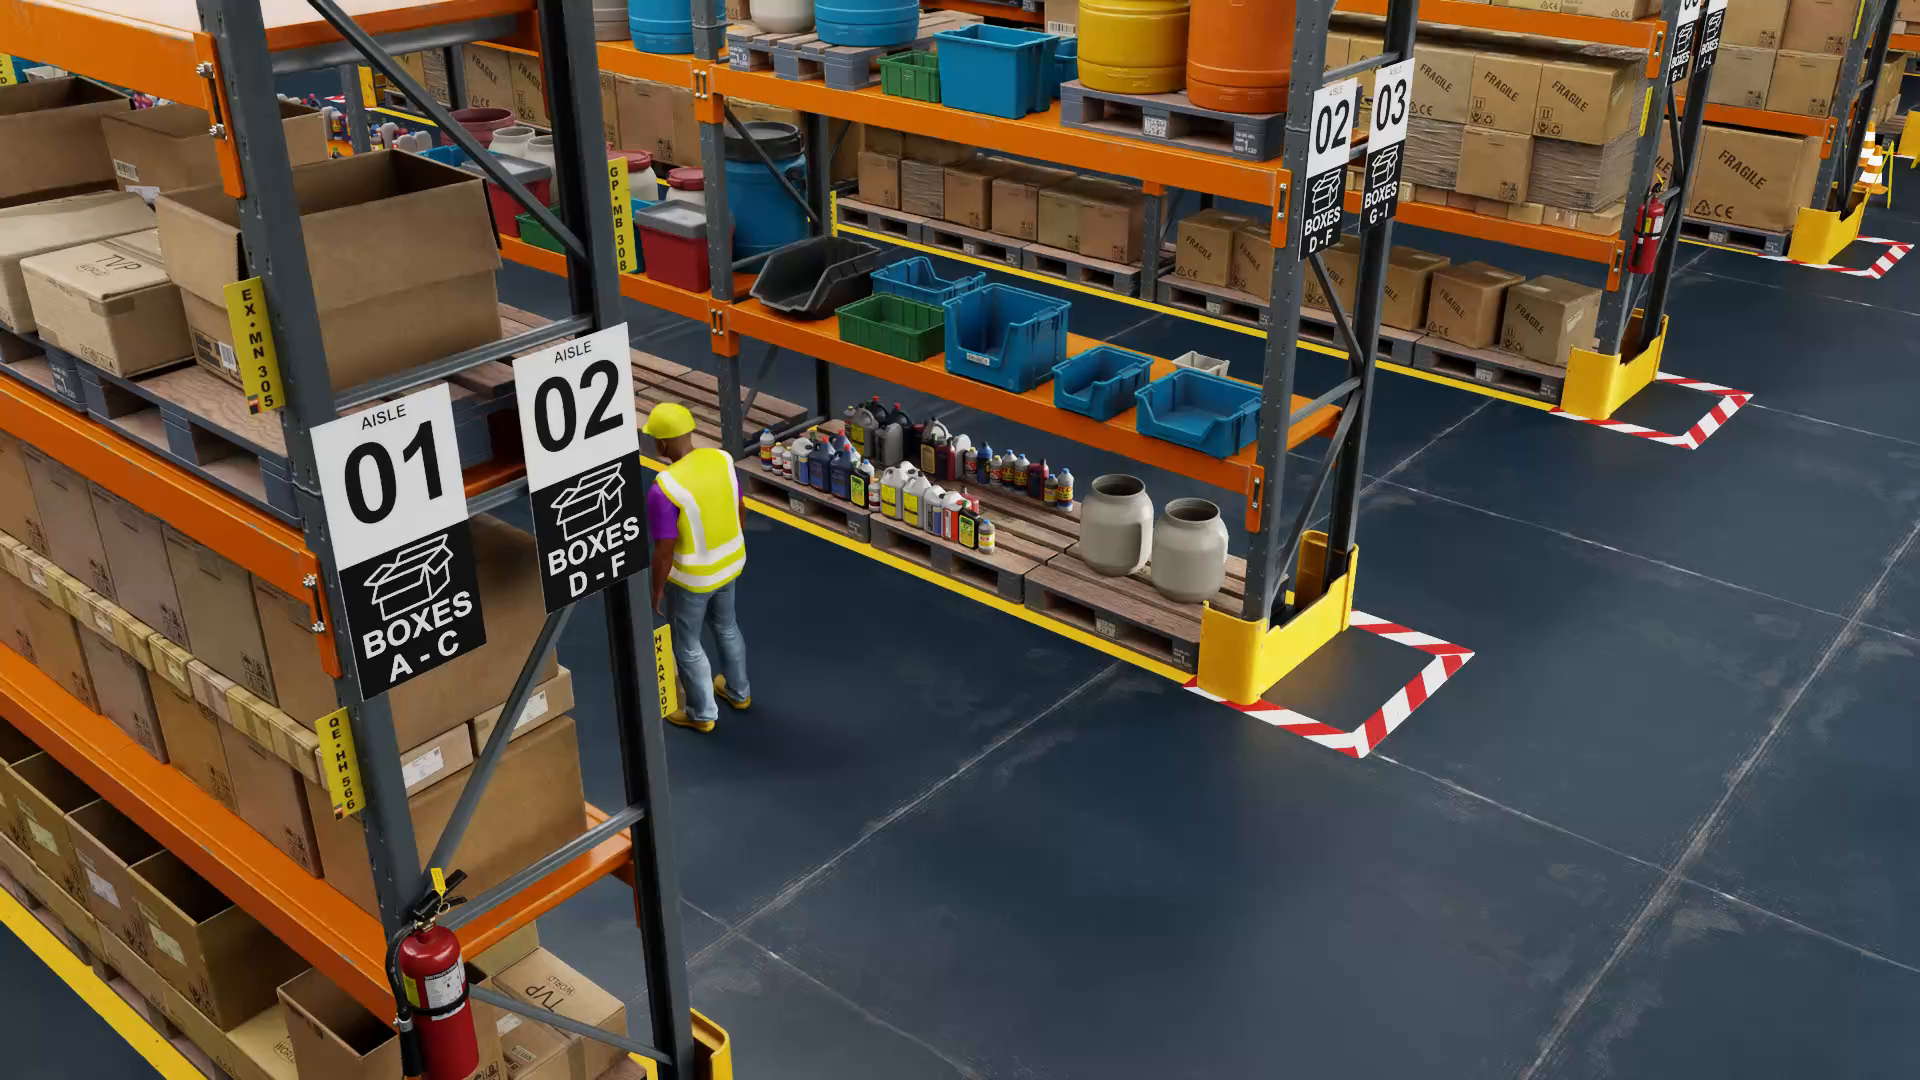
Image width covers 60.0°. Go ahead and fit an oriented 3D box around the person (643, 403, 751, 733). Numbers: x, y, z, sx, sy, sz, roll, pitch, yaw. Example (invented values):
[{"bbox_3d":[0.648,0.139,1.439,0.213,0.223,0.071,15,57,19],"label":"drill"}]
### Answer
[{"bbox_3d":[-1.323,0.135,8.338,0.462,1.759,0.628,19,33,33],"label":"person"}]
